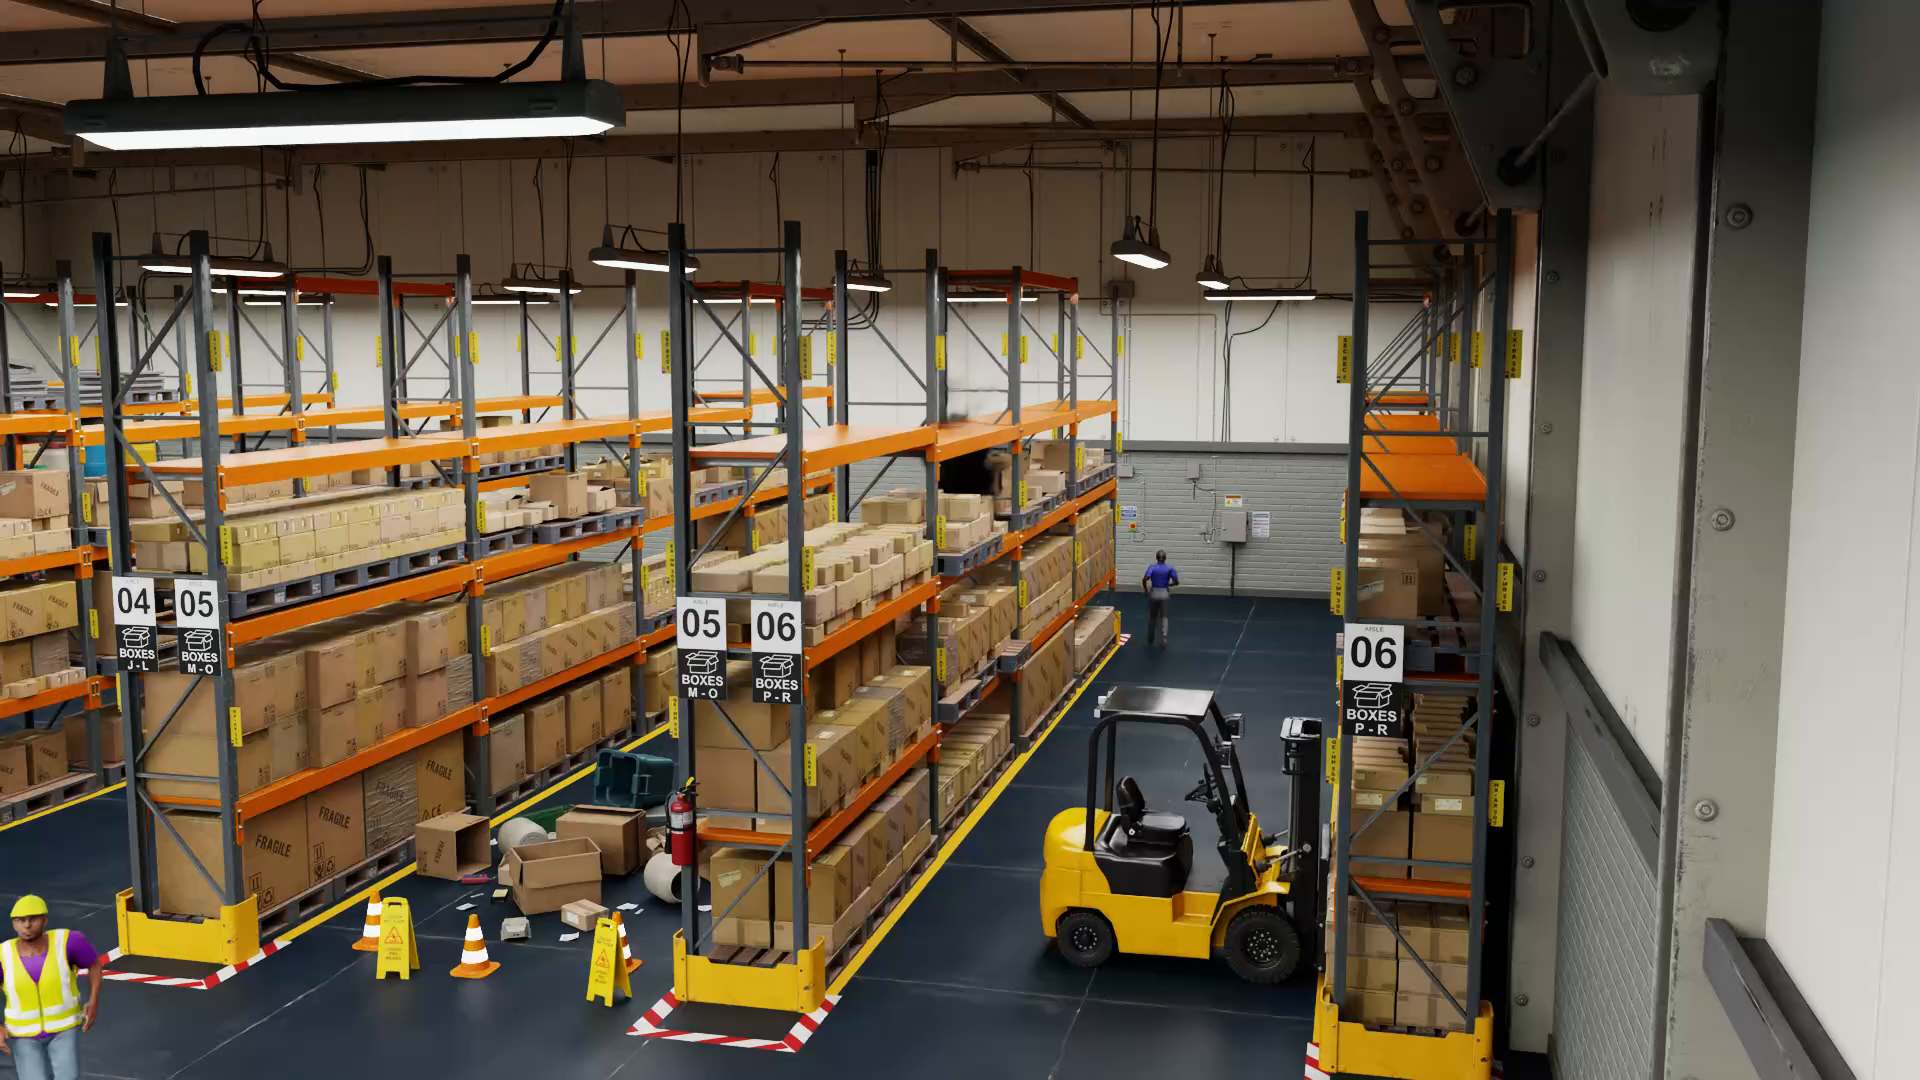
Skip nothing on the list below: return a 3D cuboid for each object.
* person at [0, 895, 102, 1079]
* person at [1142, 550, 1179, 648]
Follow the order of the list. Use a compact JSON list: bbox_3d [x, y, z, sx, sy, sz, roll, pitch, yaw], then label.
[{"bbox_3d":[-5.742,3.053,10.405,0.704,1.725,0.544,-4,8,-29],"label":"person"},{"bbox_3d":[3.322,0.982,27.578,0.607,1.627,0.899,1,7,5],"label":"person"}]
